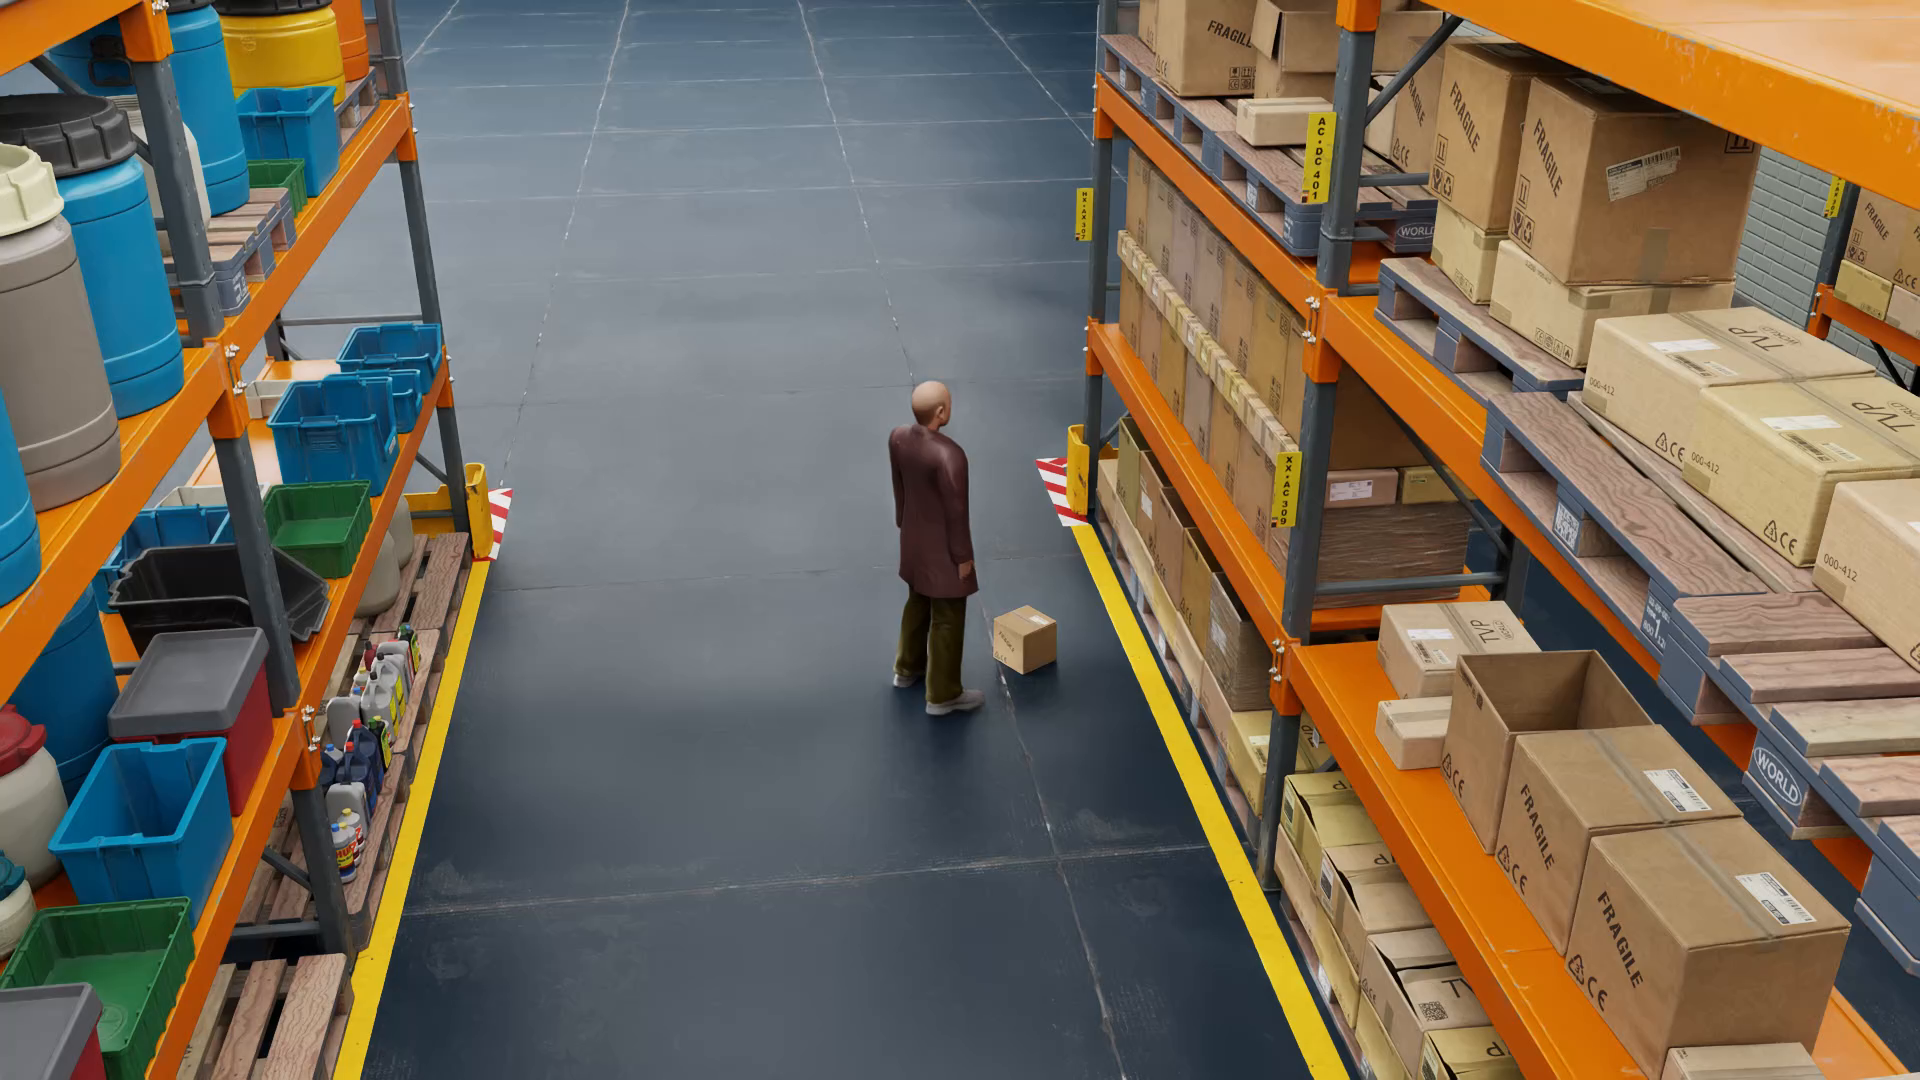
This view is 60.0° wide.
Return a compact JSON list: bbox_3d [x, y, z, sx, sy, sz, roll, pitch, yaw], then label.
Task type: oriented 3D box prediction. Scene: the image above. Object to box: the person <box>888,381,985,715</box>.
[{"bbox_3d":[-0.140,0.023,8.615,0.419,1.796,0.609,-20,33,-34],"label":"person"}]
